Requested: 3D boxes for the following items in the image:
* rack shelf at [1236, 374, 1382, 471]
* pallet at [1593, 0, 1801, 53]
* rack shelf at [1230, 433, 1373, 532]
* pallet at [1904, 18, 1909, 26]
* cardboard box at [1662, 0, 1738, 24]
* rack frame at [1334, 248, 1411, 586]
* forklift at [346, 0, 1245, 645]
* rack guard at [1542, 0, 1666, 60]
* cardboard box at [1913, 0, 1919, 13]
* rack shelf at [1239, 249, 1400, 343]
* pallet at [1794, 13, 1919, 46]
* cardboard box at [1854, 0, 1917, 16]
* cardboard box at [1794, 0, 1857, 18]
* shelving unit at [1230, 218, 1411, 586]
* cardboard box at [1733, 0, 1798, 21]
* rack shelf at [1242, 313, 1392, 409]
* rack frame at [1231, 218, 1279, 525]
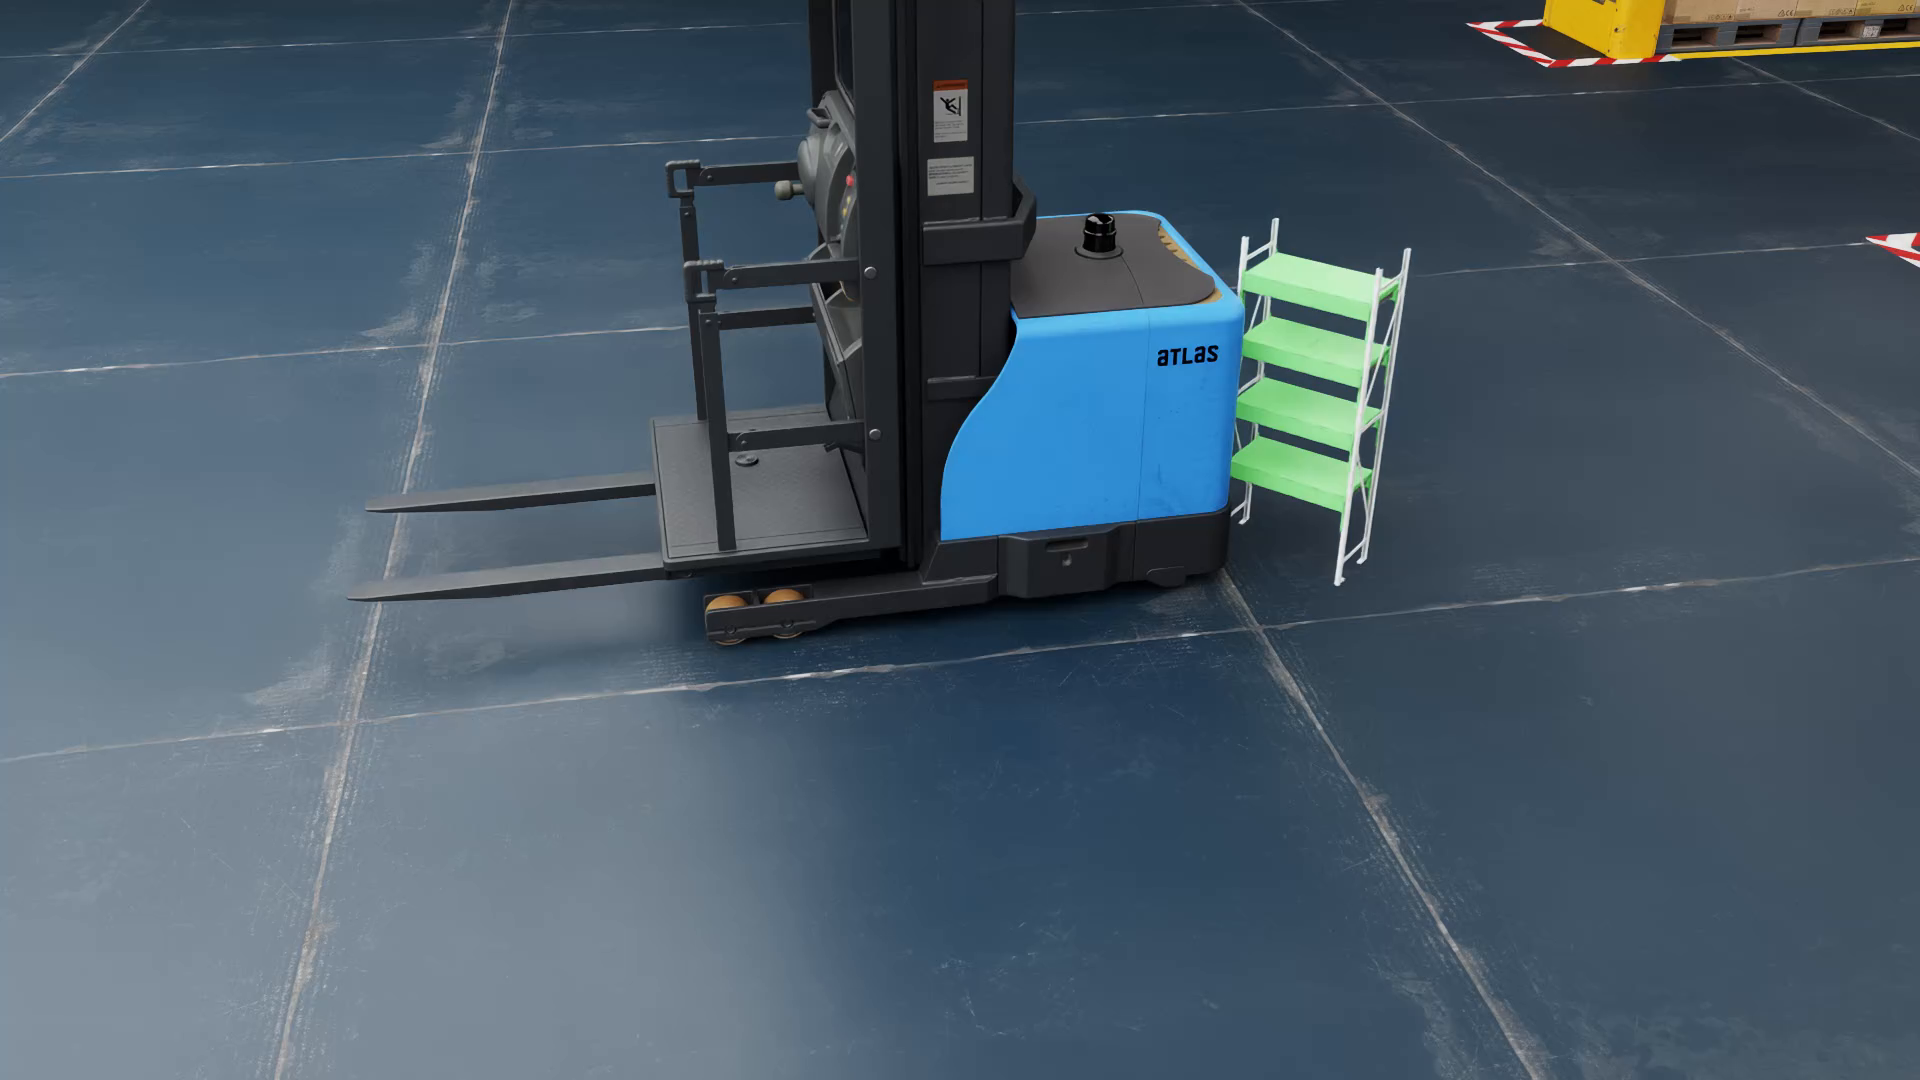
[{"bbox_3d":[1.227,-0.422,5.910,0.480,0.148,0.258,21,36,31],"label":"rack shelf"},{"bbox_3d":[5.666,-4.036,12.906,1.213,0.211,1.003,-5,31,-9],"label":"pallet"},{"bbox_3d":[1.227,-0.215,6.031,0.480,0.148,0.258,21,36,31],"label":"rack shelf"},{"bbox_3d":[8.066,-4.259,13.285,1.213,0.211,1.003,-5,31,-9],"label":"pallet"},{"bbox_3d":[5.489,-4.081,12.530,0.500,0.250,0.500,-5,31,-9],"label":"cardboard box"},{"bbox_3d":[1.422,-0.404,5.751,0.015,1.200,0.240,21,36,31],"label":"rack frame"},{"bbox_3d":[-0.610,-1.199,5.398,3.031,2.935,1.130,-6,31,-10],"label":"forklift"},{"bbox_3d":[4.898,-4.068,12.675,0.348,0.500,1.175,-5,31,-9],"label":"rack guard"},{"bbox_3d":[7.456,-4.263,12.840,0.500,0.250,0.500,-5,31,-9],"label":"cardboard box"},{"bbox_3d":[1.227,-0.836,5.667,0.480,0.148,0.258,21,36,31],"label":"rack shelf"},{"bbox_3d":[6.864,-4.146,13.092,1.213,0.211,1.003,-5,31,-9],"label":"pallet"},{"bbox_3d":[6.965,-4.217,12.762,0.500,0.250,0.500,-5,31,-9],"label":"cardboard box"},{"bbox_3d":[6.472,-4.174,12.688,0.500,0.250,0.500,-5,31,-9],"label":"cardboard box"},{"bbox_3d":[1.227,-0.477,5.878,0.503,1.200,0.258,21,36,31],"label":"shelving unit"},{"bbox_3d":[5.980,-4.129,12.611,0.500,0.250,0.500,-5,31,-9],"label":"cardboard box"},{"bbox_3d":[1.227,-0.629,5.788,0.480,0.148,0.258,21,36,31],"label":"rack shelf"},{"bbox_3d":[1.032,-0.551,6.004,0.015,1.200,0.240,21,36,31],"label":"rack frame"}]
